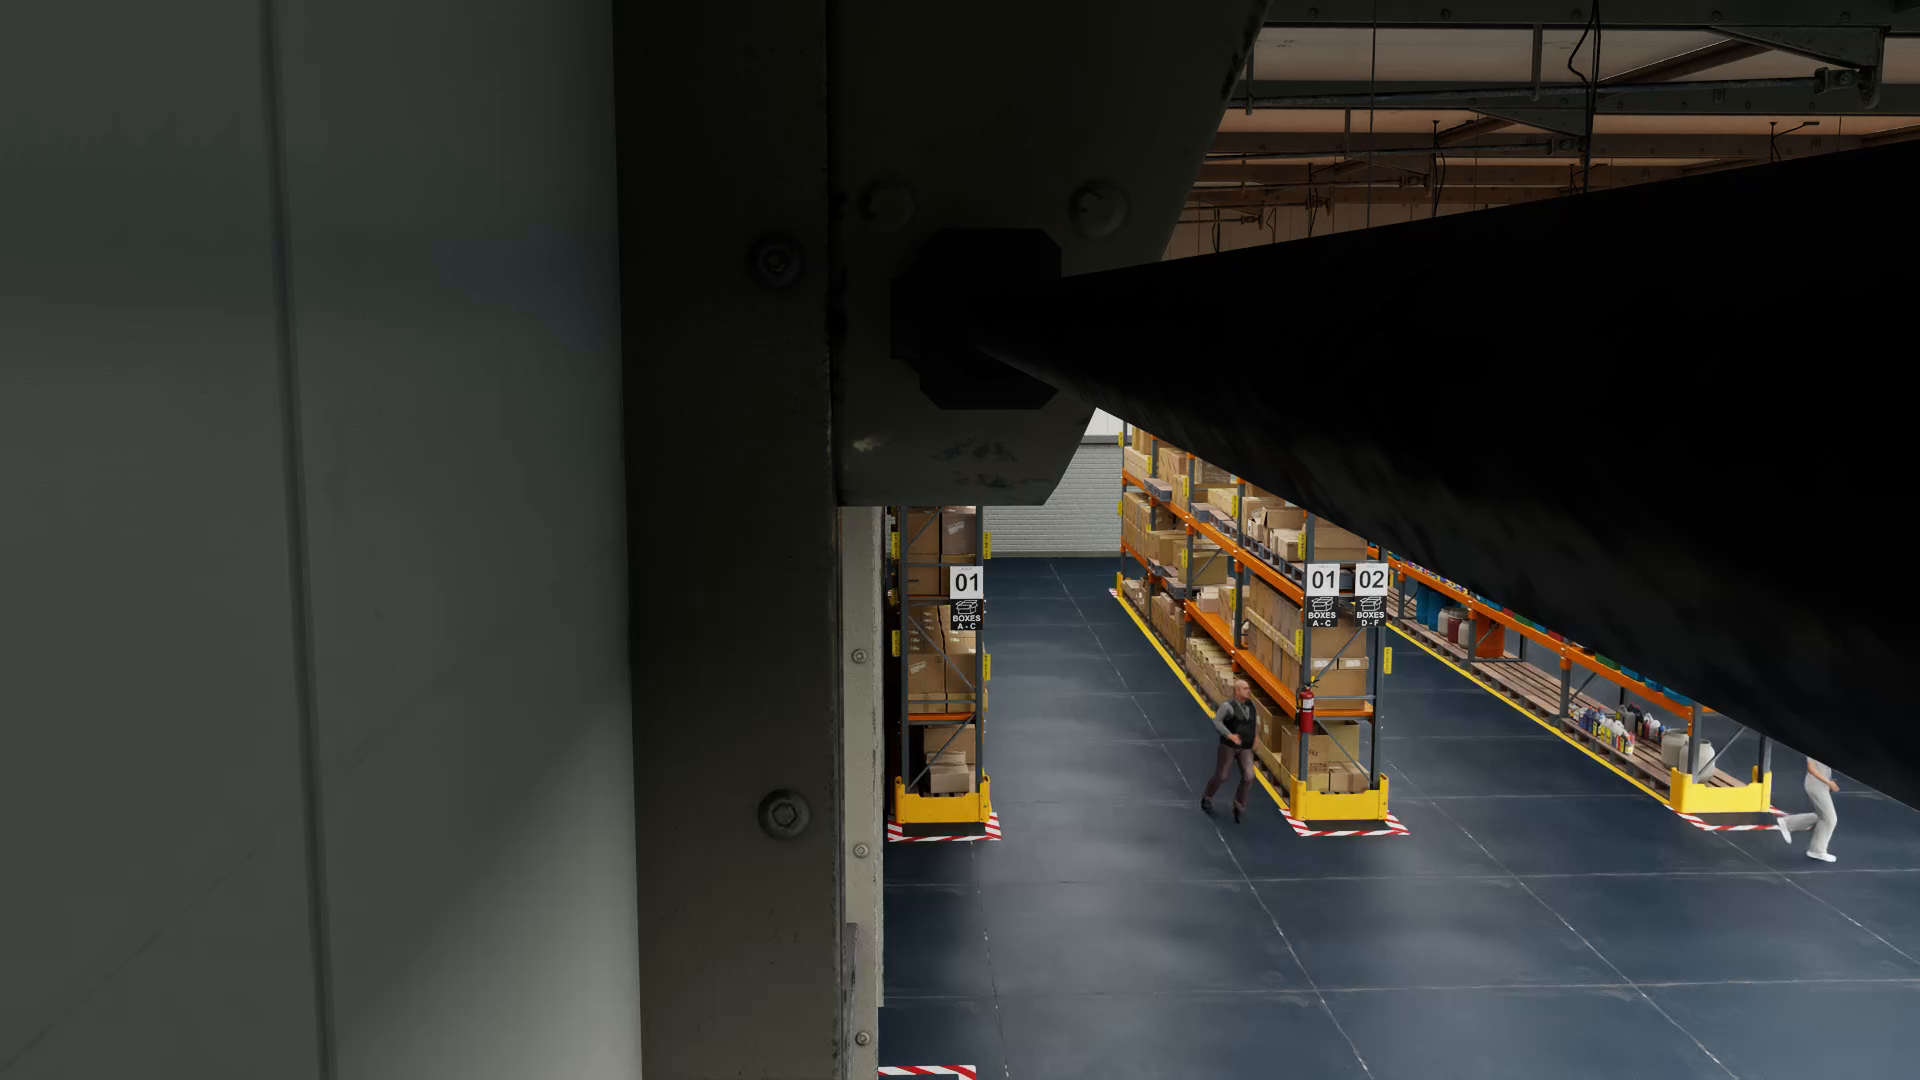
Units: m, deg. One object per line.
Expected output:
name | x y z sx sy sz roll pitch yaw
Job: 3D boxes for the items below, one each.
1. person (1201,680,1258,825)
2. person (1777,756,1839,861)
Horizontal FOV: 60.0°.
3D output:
person | 3.444 2.606 20.684 0.727 1.747 0.757 -3 9 -21
person | 9.831 2.854 19.223 0.644 1.638 0.604 5 9 31
